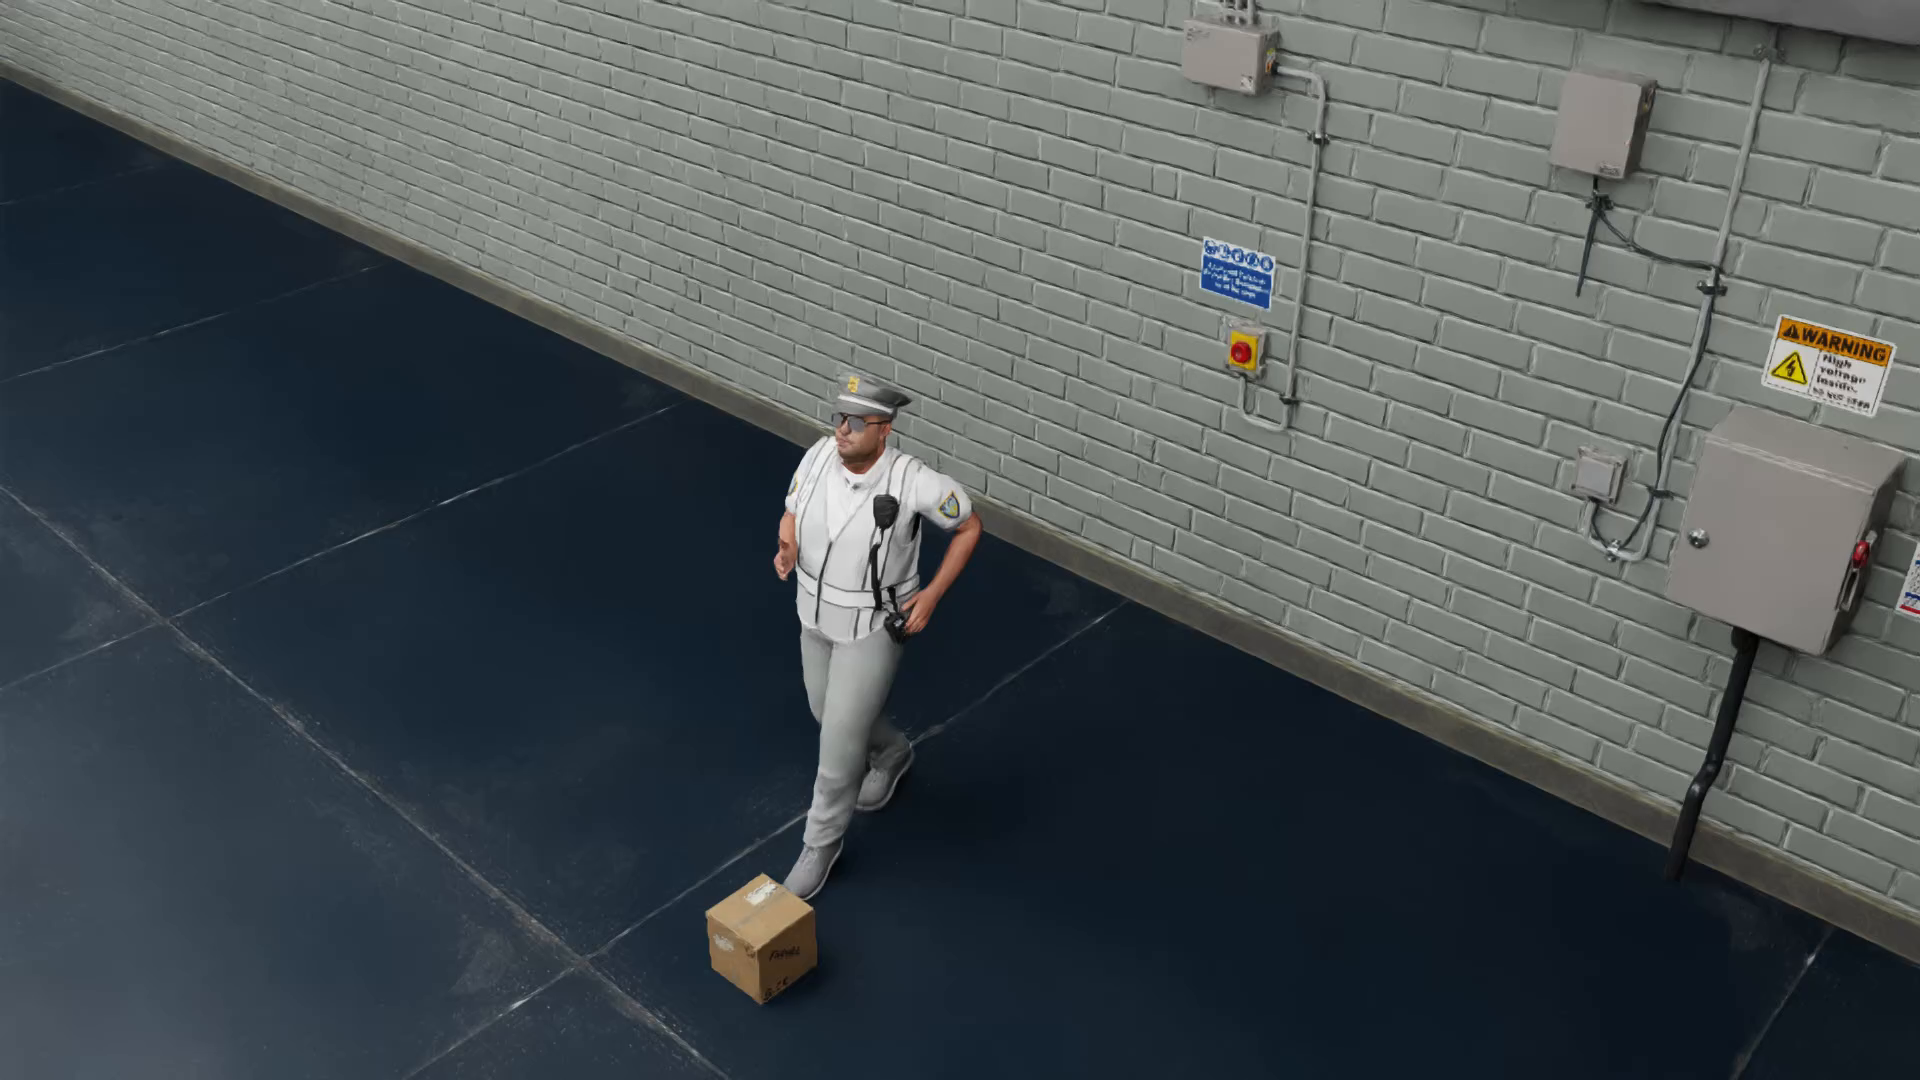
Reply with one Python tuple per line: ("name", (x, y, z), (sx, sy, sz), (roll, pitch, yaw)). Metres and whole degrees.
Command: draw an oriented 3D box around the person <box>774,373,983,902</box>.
("person", (-0.418, 0.290, 5.631), (0.621, 1.775, 0.858), (24, 39, 34))
